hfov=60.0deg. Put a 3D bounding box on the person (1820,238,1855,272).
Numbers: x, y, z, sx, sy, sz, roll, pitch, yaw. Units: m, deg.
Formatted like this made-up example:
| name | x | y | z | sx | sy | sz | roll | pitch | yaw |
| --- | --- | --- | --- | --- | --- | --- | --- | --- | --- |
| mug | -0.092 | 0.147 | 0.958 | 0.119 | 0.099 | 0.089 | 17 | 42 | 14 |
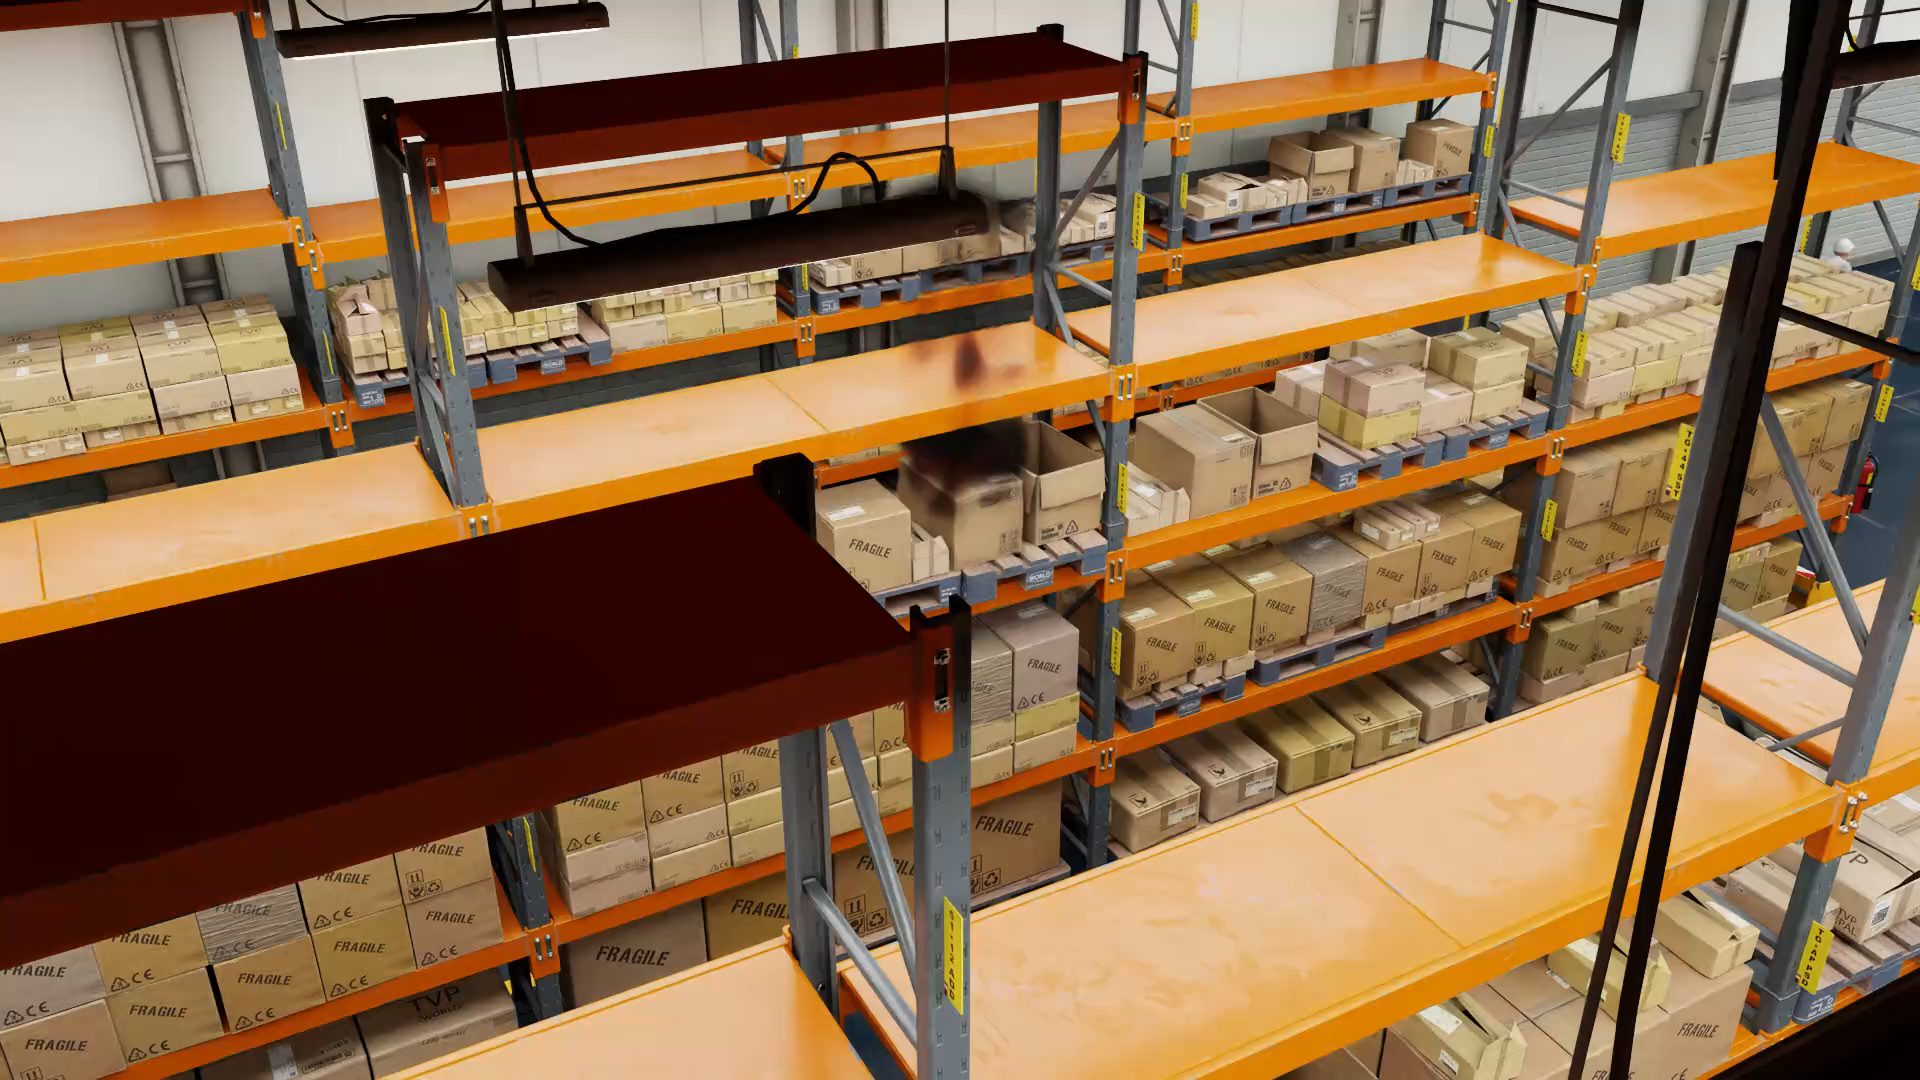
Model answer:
| name | x | y | z | sx | sy | sz | roll | pitch | yaw |
| --- | --- | --- | --- | --- | --- | --- | --- | --- | --- |
| person | 10.603 | -2.868 | 20.616 | 0.860 | 1.718 | 0.655 | -19 | 33 | -32 |
